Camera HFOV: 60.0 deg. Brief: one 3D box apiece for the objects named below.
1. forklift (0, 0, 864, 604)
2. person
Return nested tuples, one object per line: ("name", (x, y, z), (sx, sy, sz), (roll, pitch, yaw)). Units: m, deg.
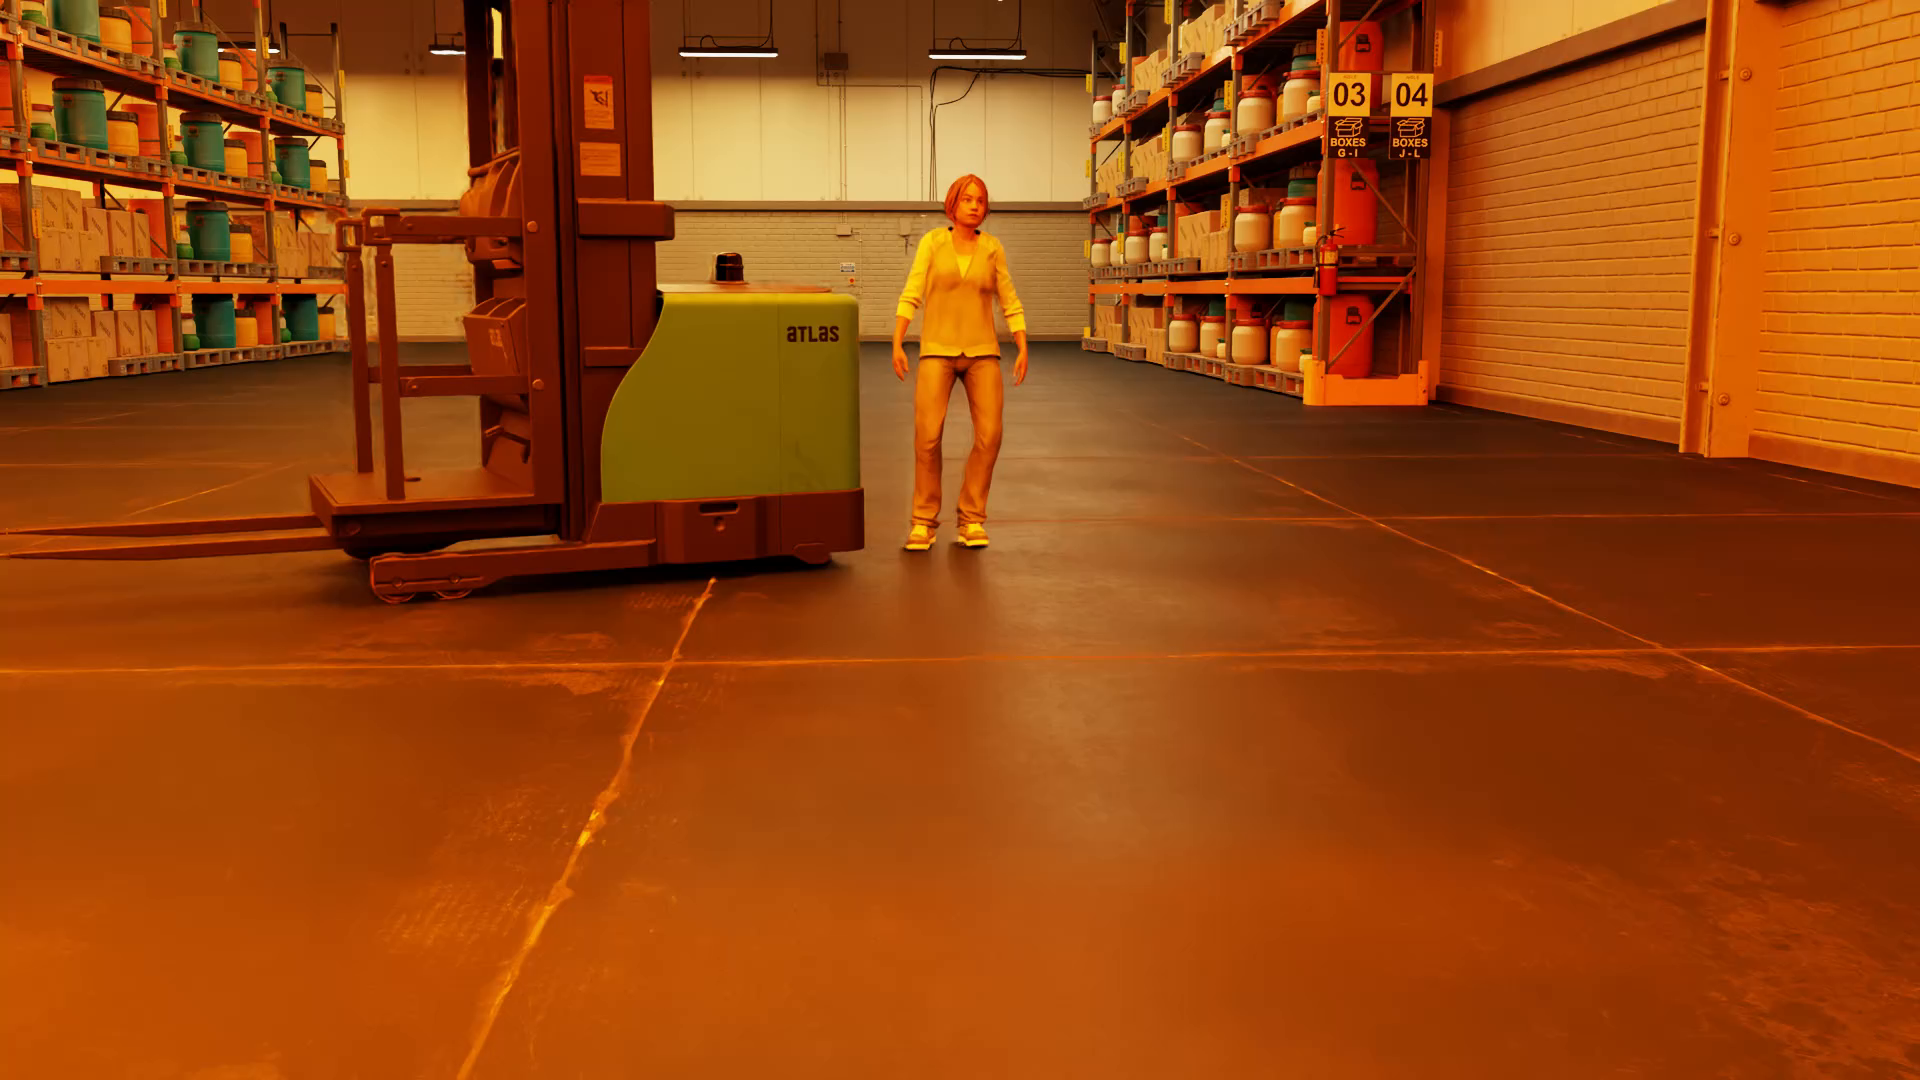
("forklift", (-1.939, -1.315, 6.189), (3.031, 2.935, 1.130), (-4, 9, -25))
("person", (0.006, -0.757, 7.069), (0.583, 1.575, 0.391), (-1, 9, -8))
